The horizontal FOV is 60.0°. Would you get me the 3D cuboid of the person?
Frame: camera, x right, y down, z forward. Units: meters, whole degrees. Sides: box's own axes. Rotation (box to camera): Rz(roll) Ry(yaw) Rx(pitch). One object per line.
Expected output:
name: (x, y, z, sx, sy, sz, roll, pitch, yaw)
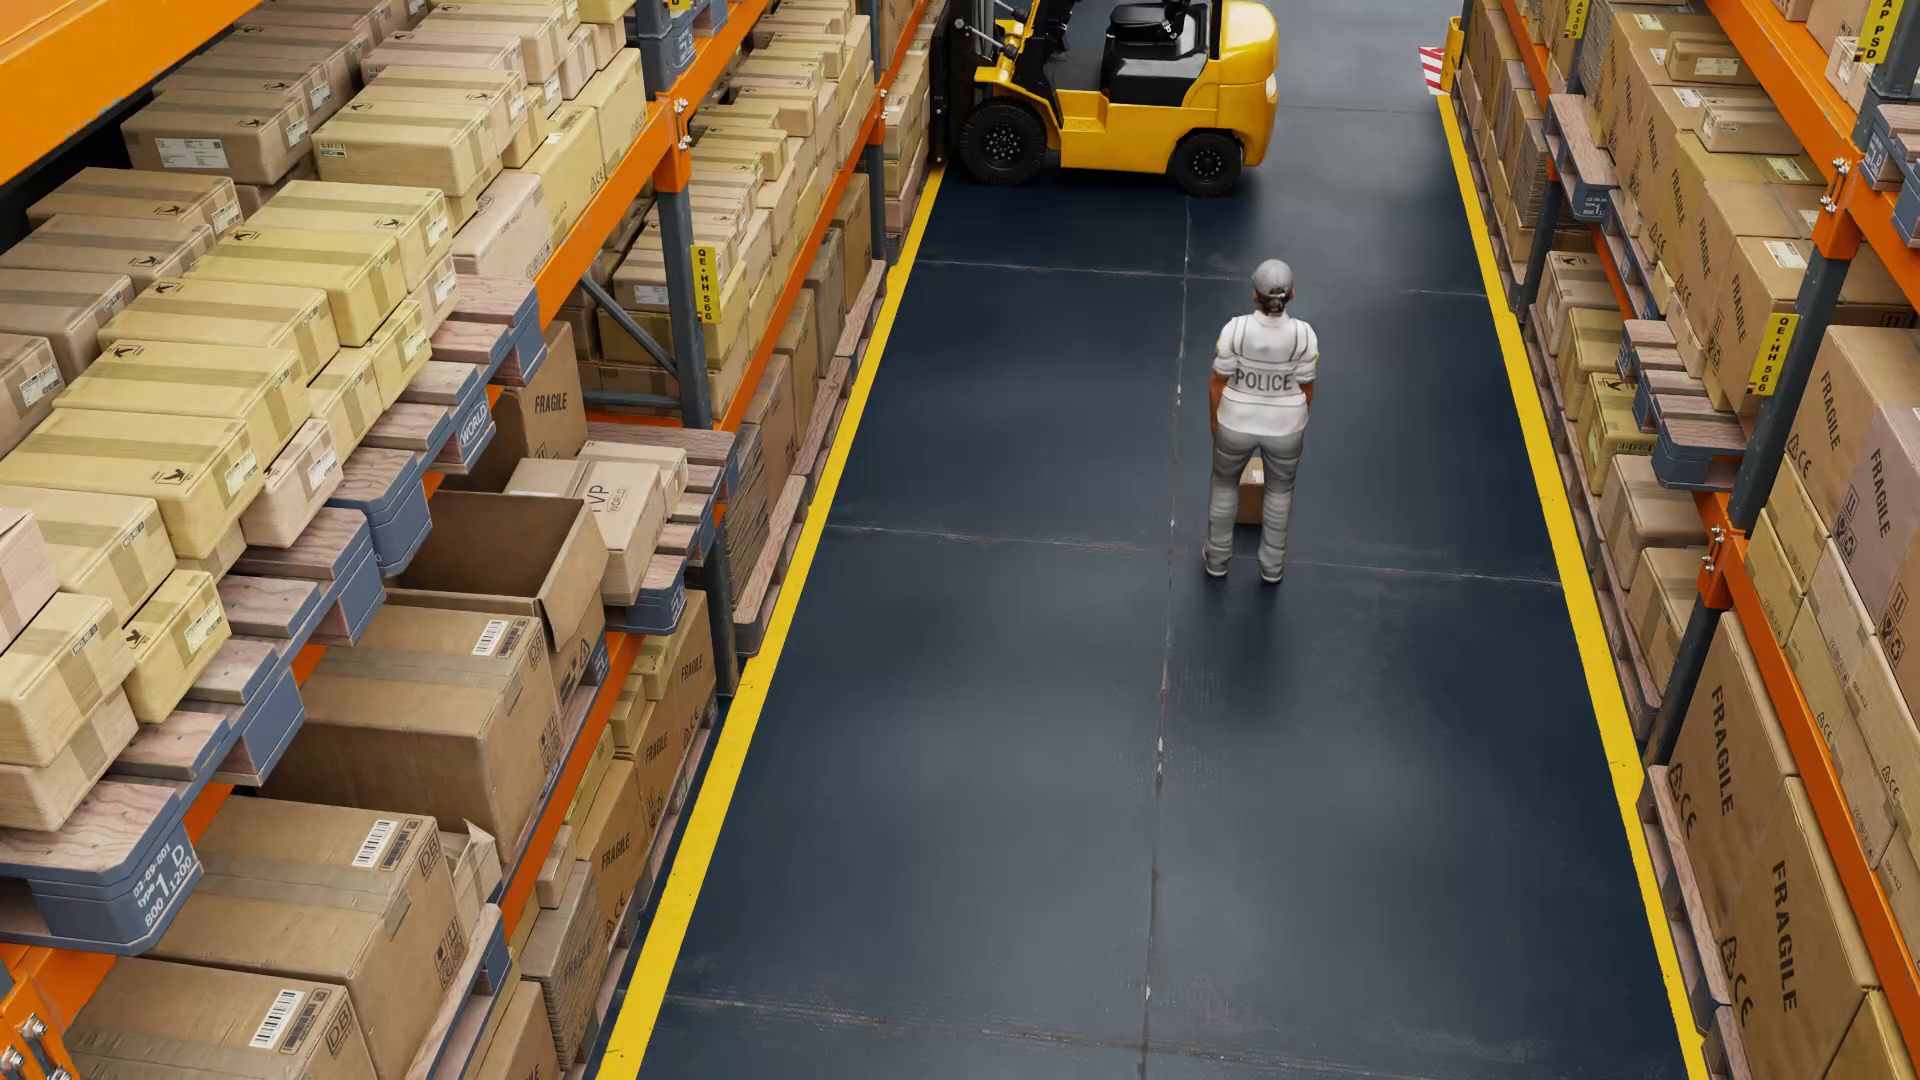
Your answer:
person: (1.389, -0.550, 7.793, 0.469, 1.660, 0.382, 5, 37, 7)
